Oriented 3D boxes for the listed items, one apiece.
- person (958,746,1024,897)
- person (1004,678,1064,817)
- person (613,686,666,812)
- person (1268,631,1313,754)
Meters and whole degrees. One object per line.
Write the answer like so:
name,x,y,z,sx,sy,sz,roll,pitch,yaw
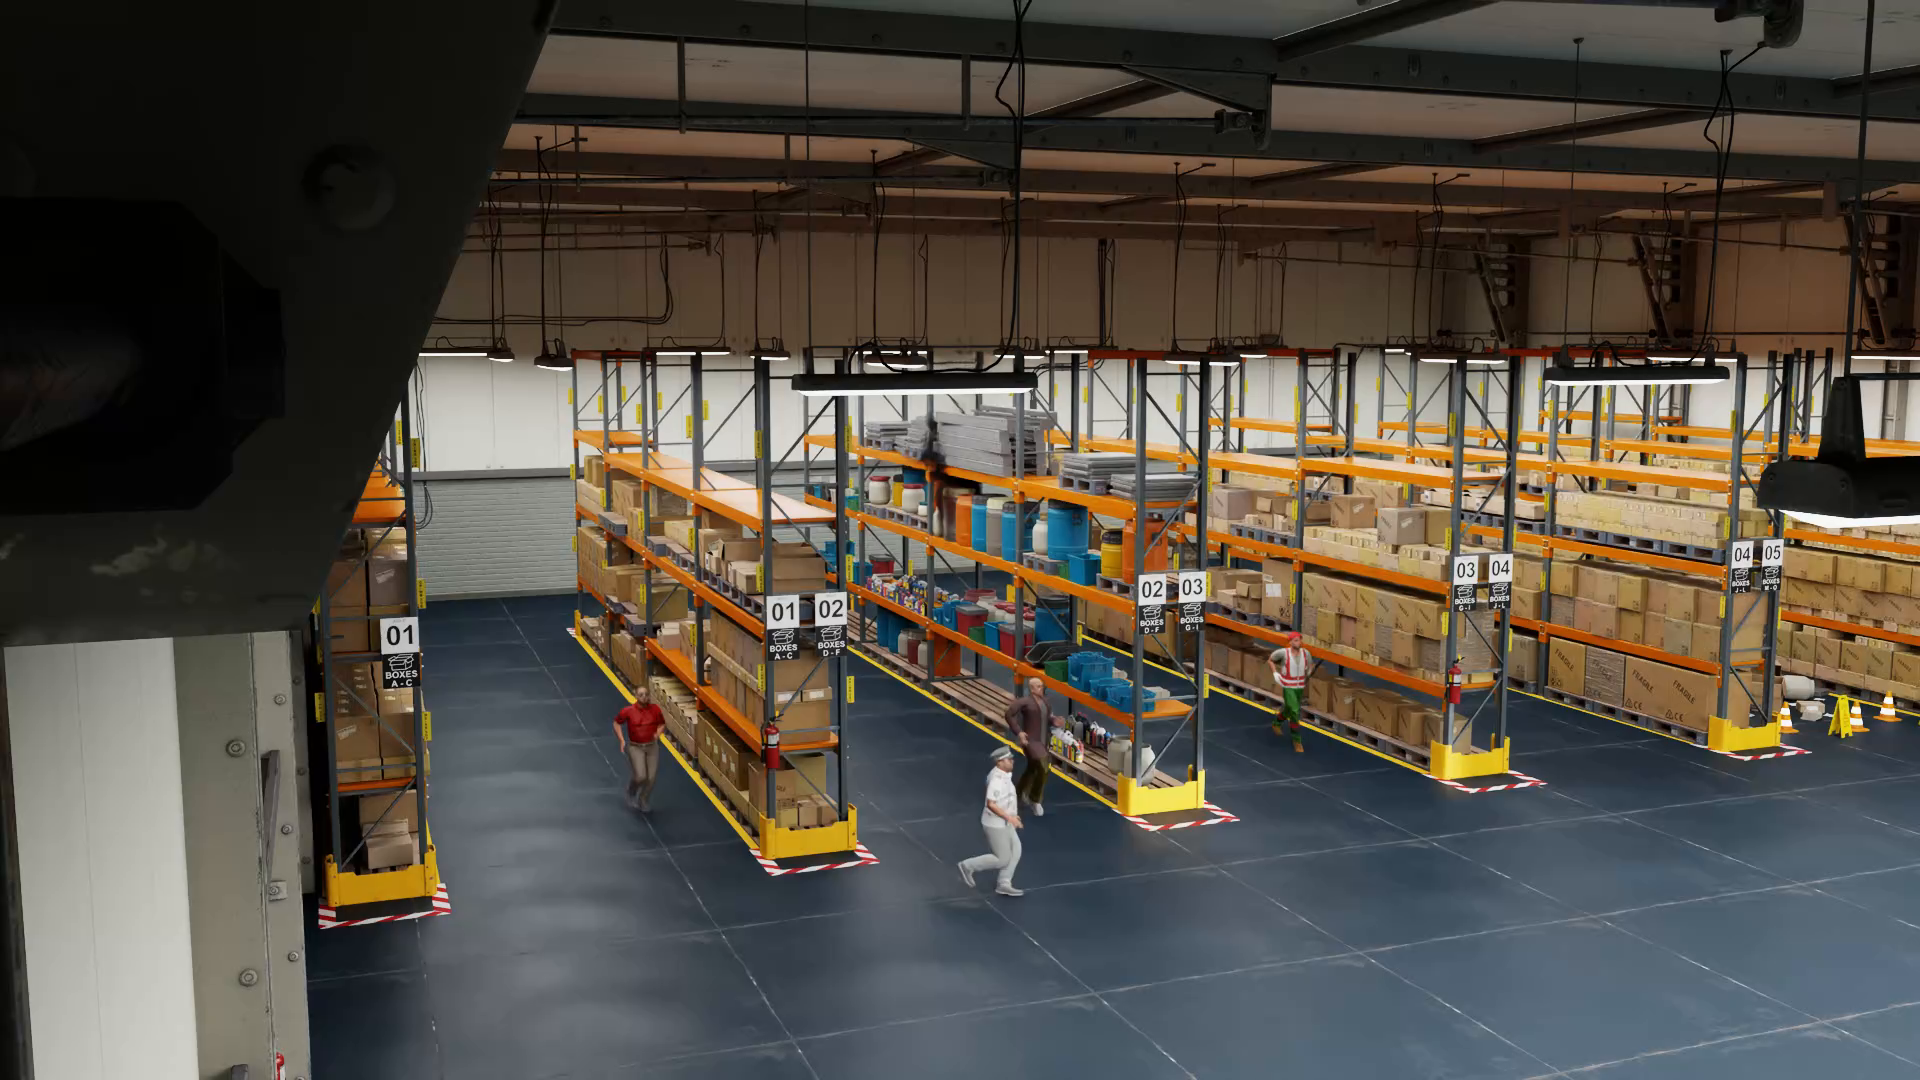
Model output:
person,0.366,3.158,18.716,0.754,1.740,0.654,1,7,7
person,0.990,2.733,22.015,0.829,1.837,0.665,5,9,37
person,-4.169,2.774,21.901,0.640,1.685,0.611,-4,8,-29
person,5.101,2.288,25.538,0.622,1.836,1.011,-3,8,-24
